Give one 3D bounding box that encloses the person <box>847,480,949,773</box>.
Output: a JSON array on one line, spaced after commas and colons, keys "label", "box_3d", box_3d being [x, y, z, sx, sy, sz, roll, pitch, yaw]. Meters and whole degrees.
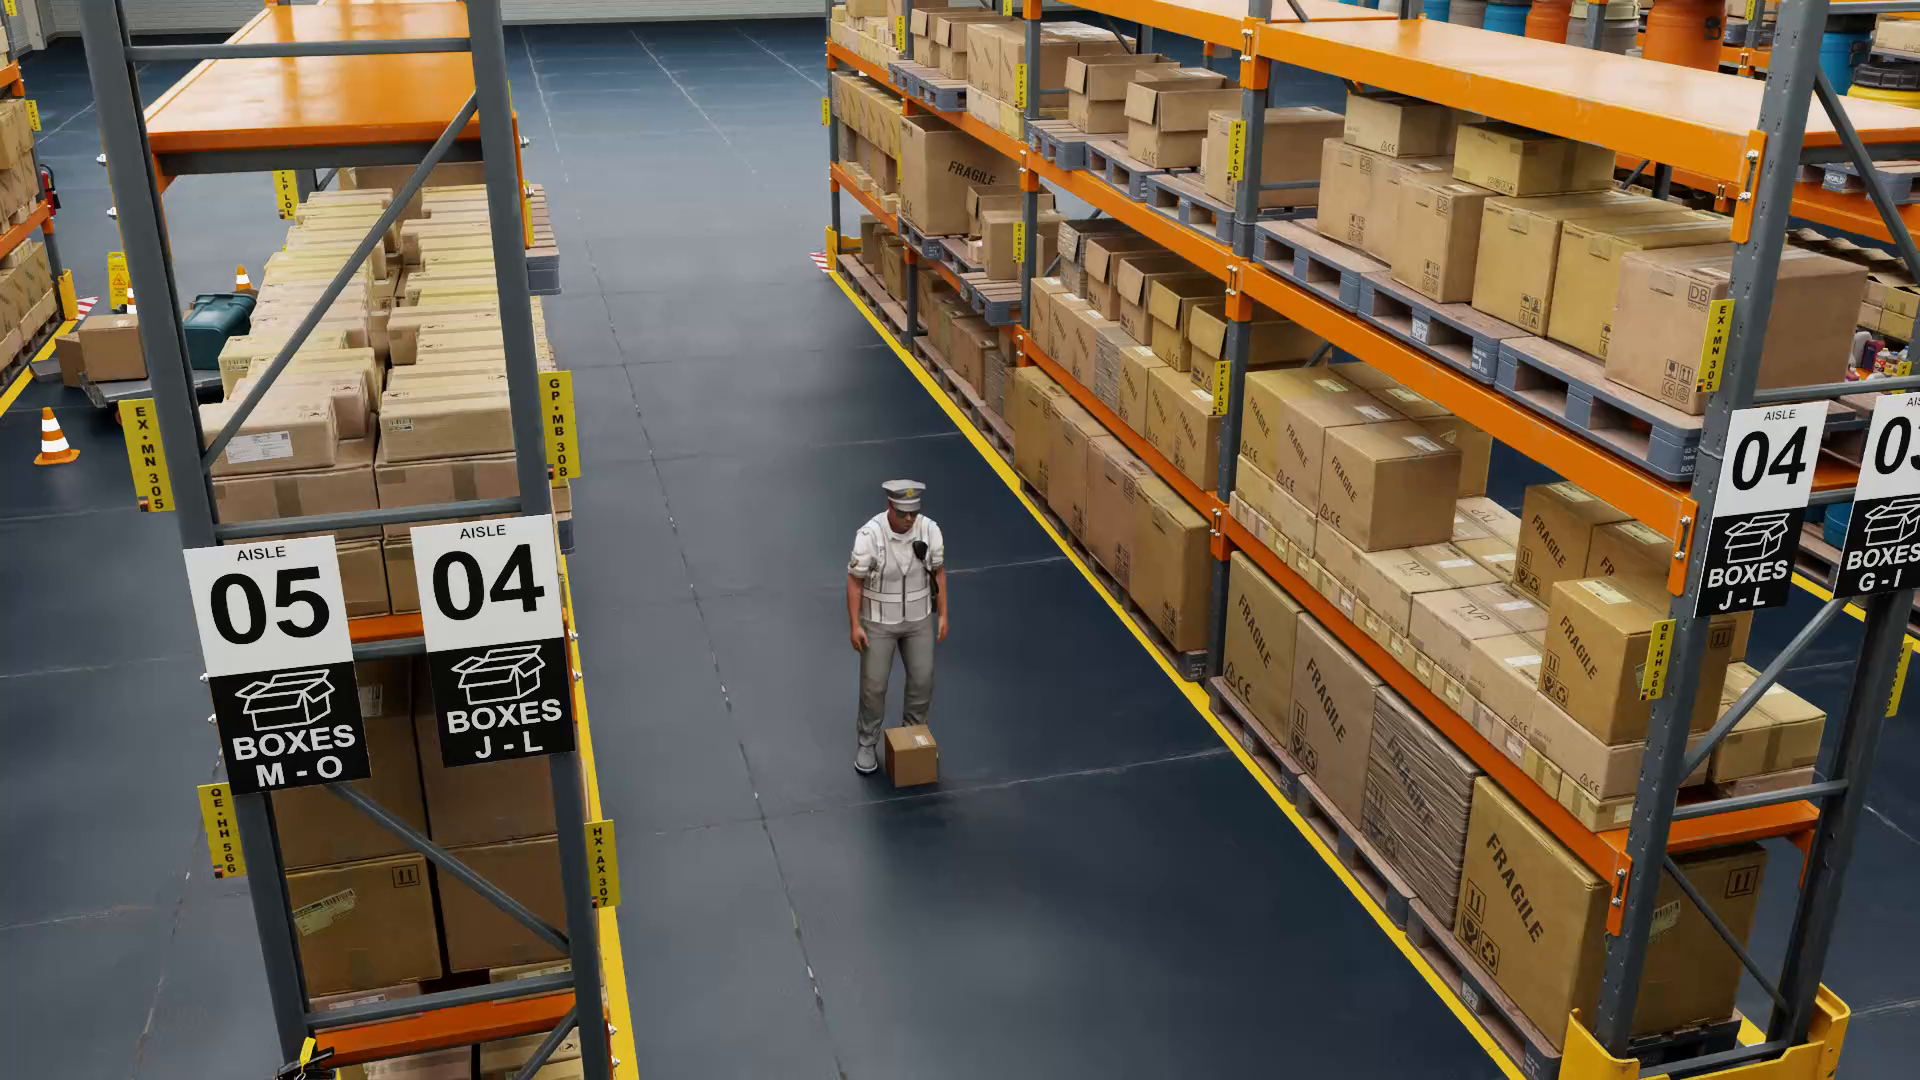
[{"label": "person", "box_3d": [-0.361, 0.454, 9.571, 0.600, 1.749, 0.429, -7, 24, -16]}]
